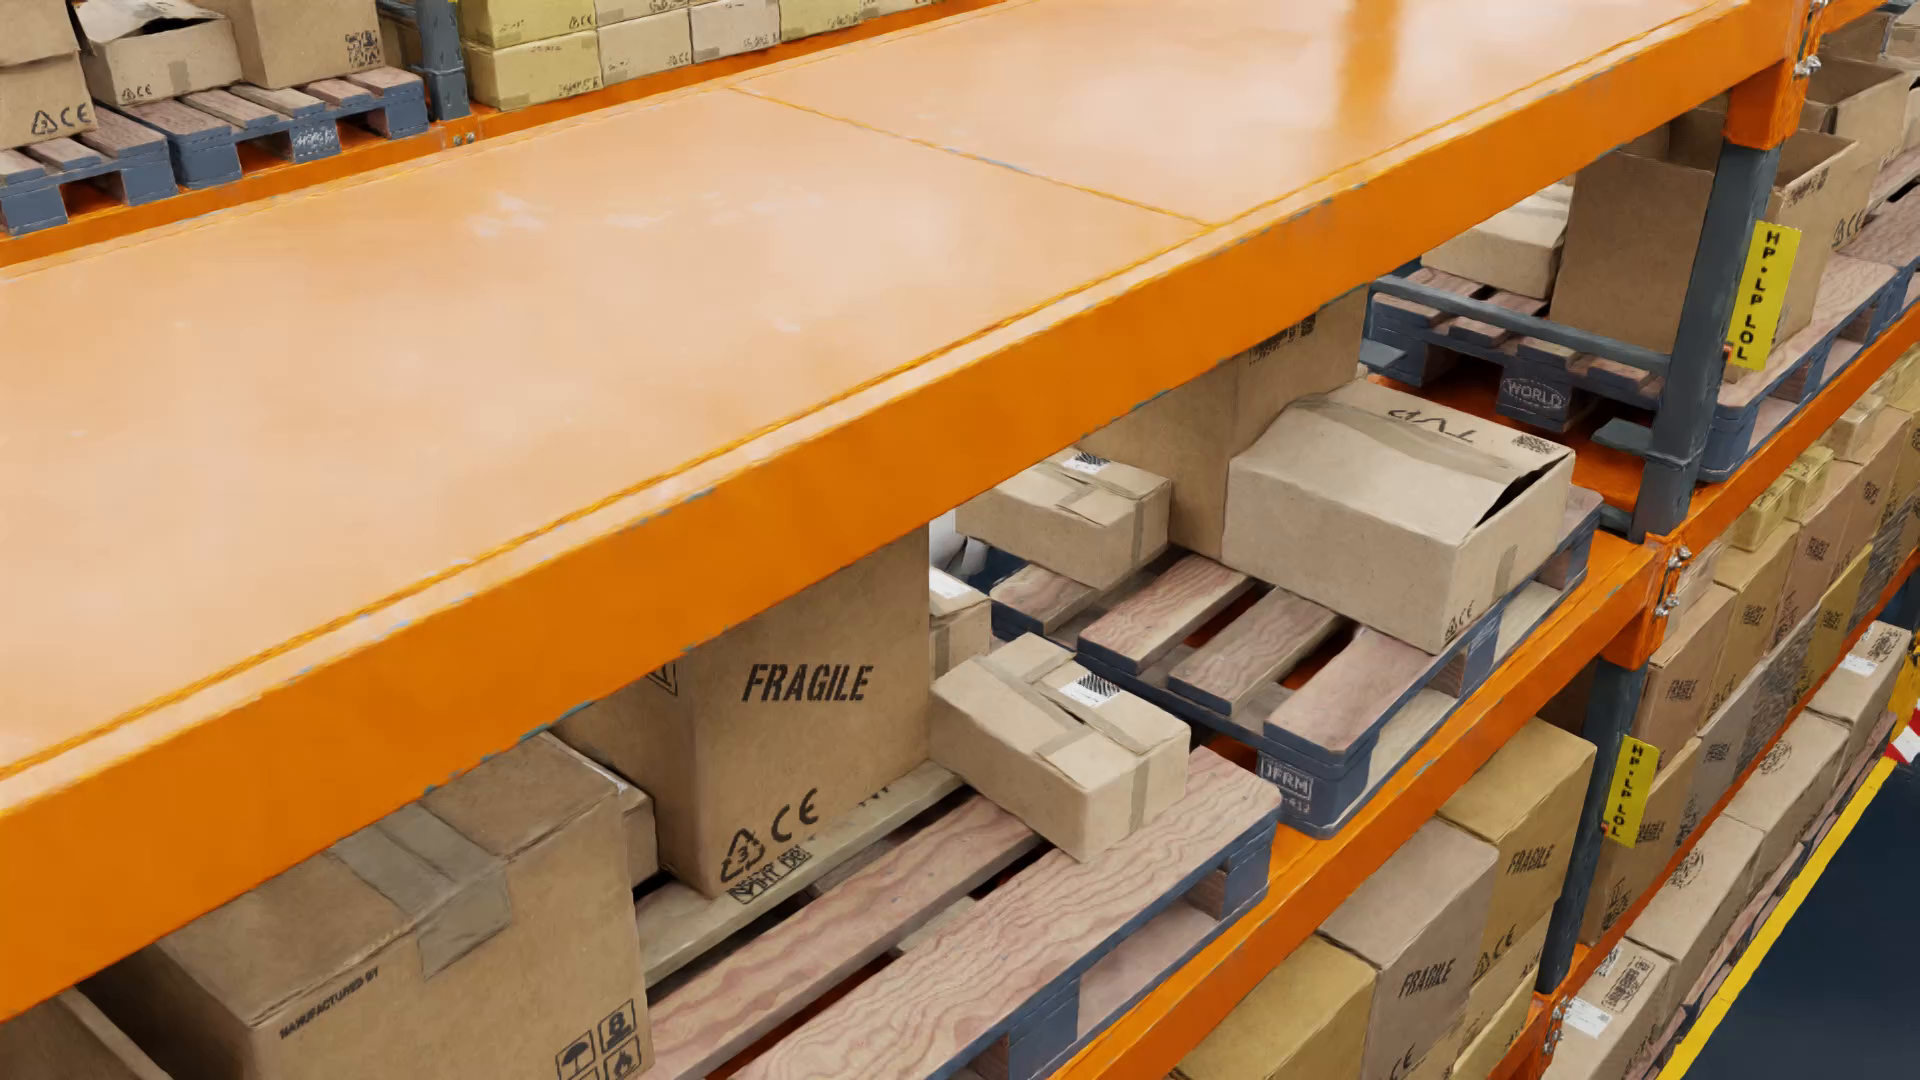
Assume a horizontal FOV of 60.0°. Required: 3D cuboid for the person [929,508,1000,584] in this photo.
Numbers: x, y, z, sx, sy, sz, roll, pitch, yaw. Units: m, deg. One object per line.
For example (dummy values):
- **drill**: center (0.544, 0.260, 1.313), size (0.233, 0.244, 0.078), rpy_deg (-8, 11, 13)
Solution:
- **person**: center (-0.056, -0.093, 7.824), size (0.668, 1.754, 0.602), rpy_deg (-16, 34, -25)
